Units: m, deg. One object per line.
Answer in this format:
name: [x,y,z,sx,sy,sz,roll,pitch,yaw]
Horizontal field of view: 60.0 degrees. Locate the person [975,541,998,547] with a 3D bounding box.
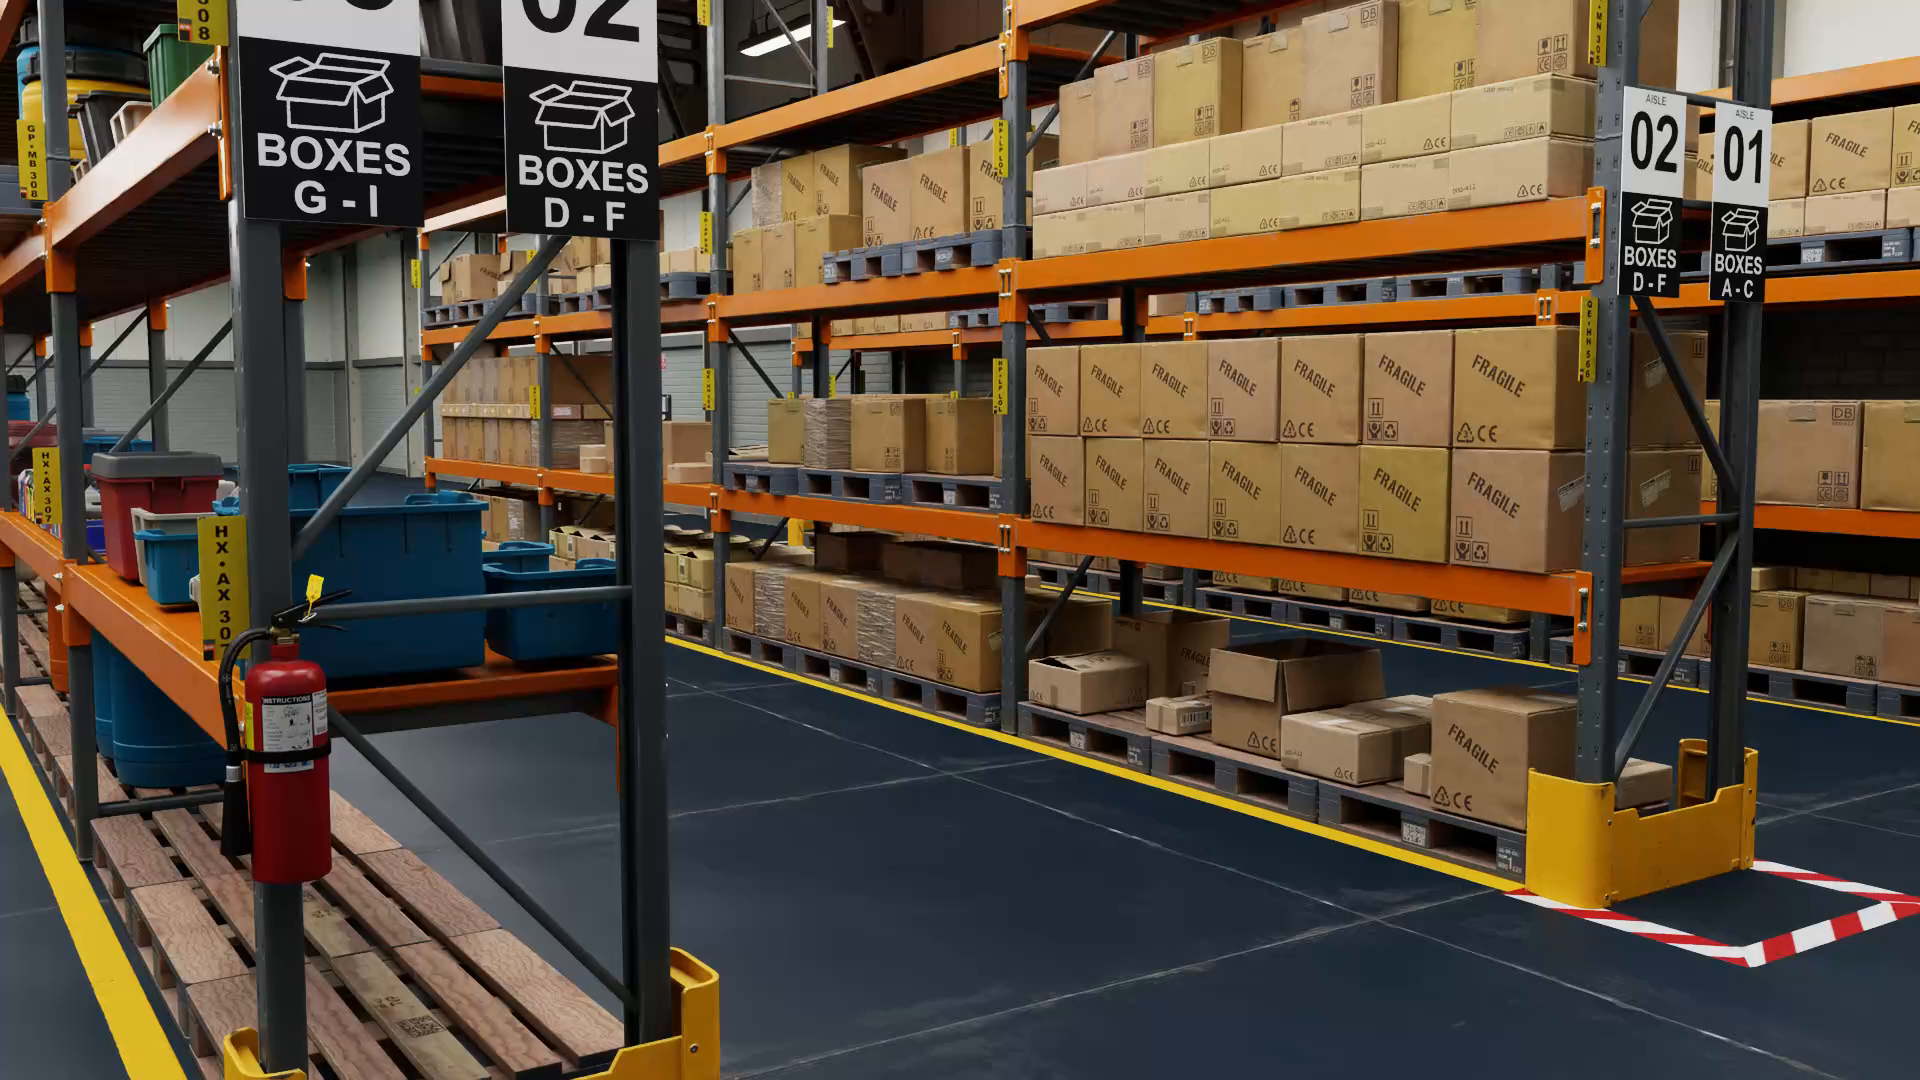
person: [0.296,-0.178,16.296,0.480,1.582,0.618,4,6,38]
